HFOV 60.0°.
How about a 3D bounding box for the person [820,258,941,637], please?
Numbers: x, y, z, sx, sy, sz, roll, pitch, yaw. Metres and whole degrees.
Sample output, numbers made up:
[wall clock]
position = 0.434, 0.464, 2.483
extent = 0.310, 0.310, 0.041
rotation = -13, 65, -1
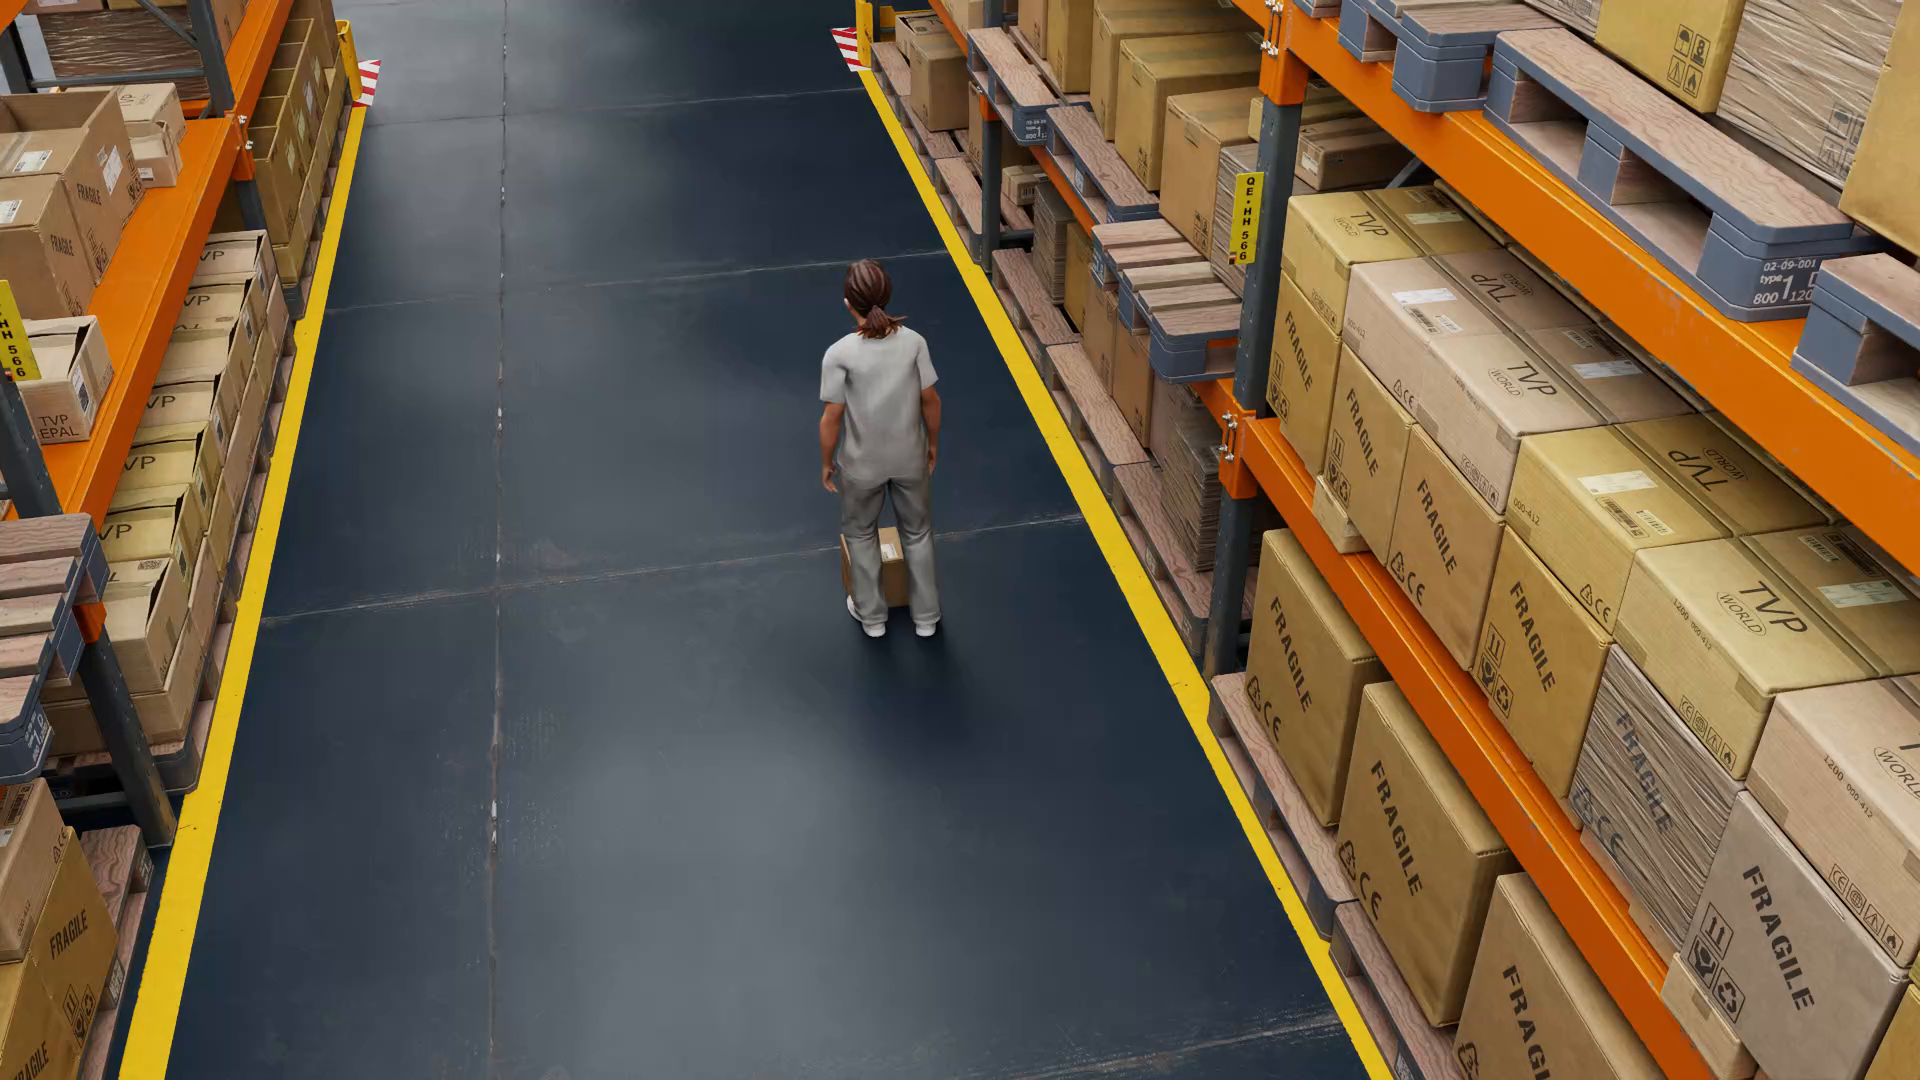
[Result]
[person]
position = -0.314, -0.336, 6.635
extent = 0.512, 1.671, 0.417
rotation = -10, 36, -14
